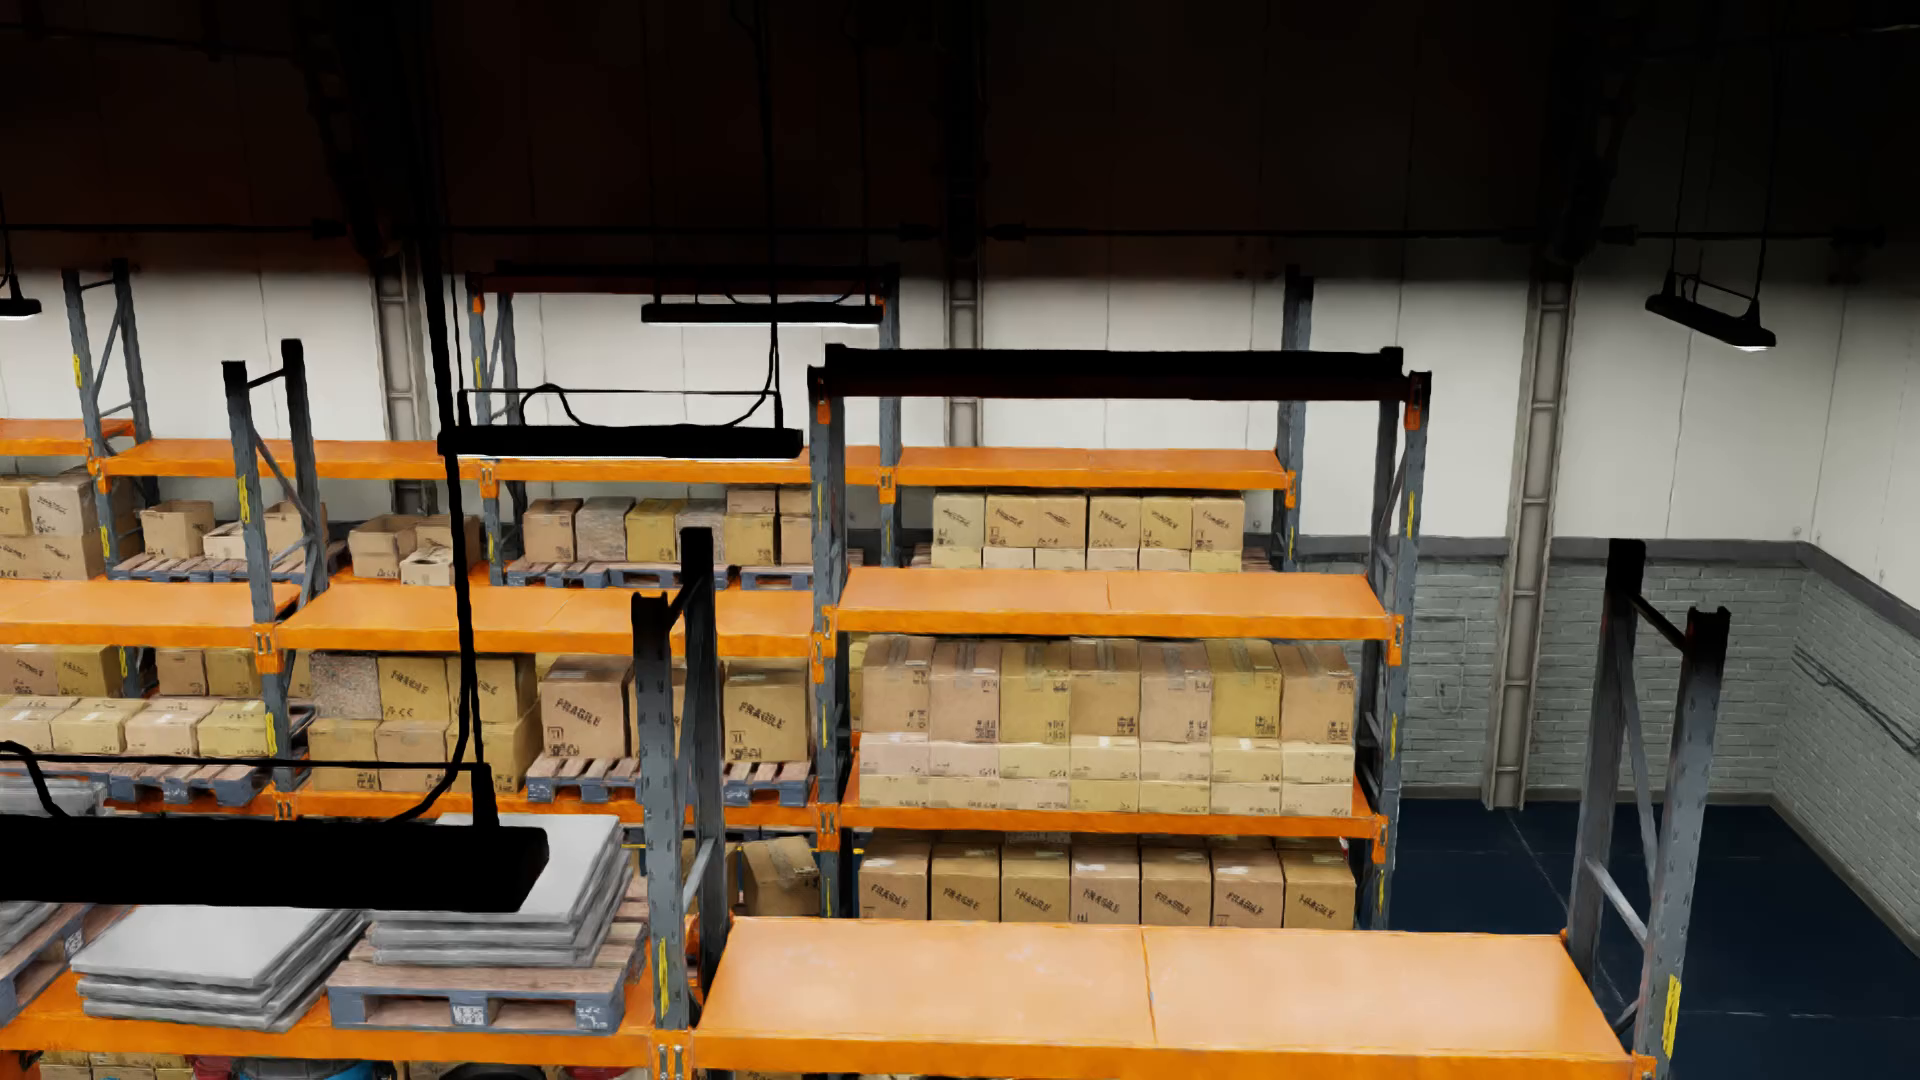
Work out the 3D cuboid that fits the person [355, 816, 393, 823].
[{"bbox_3d":[-5.751,2.759,16.209,0.997,1.587,0.443,-2,16,-5],"label":"person"}]
